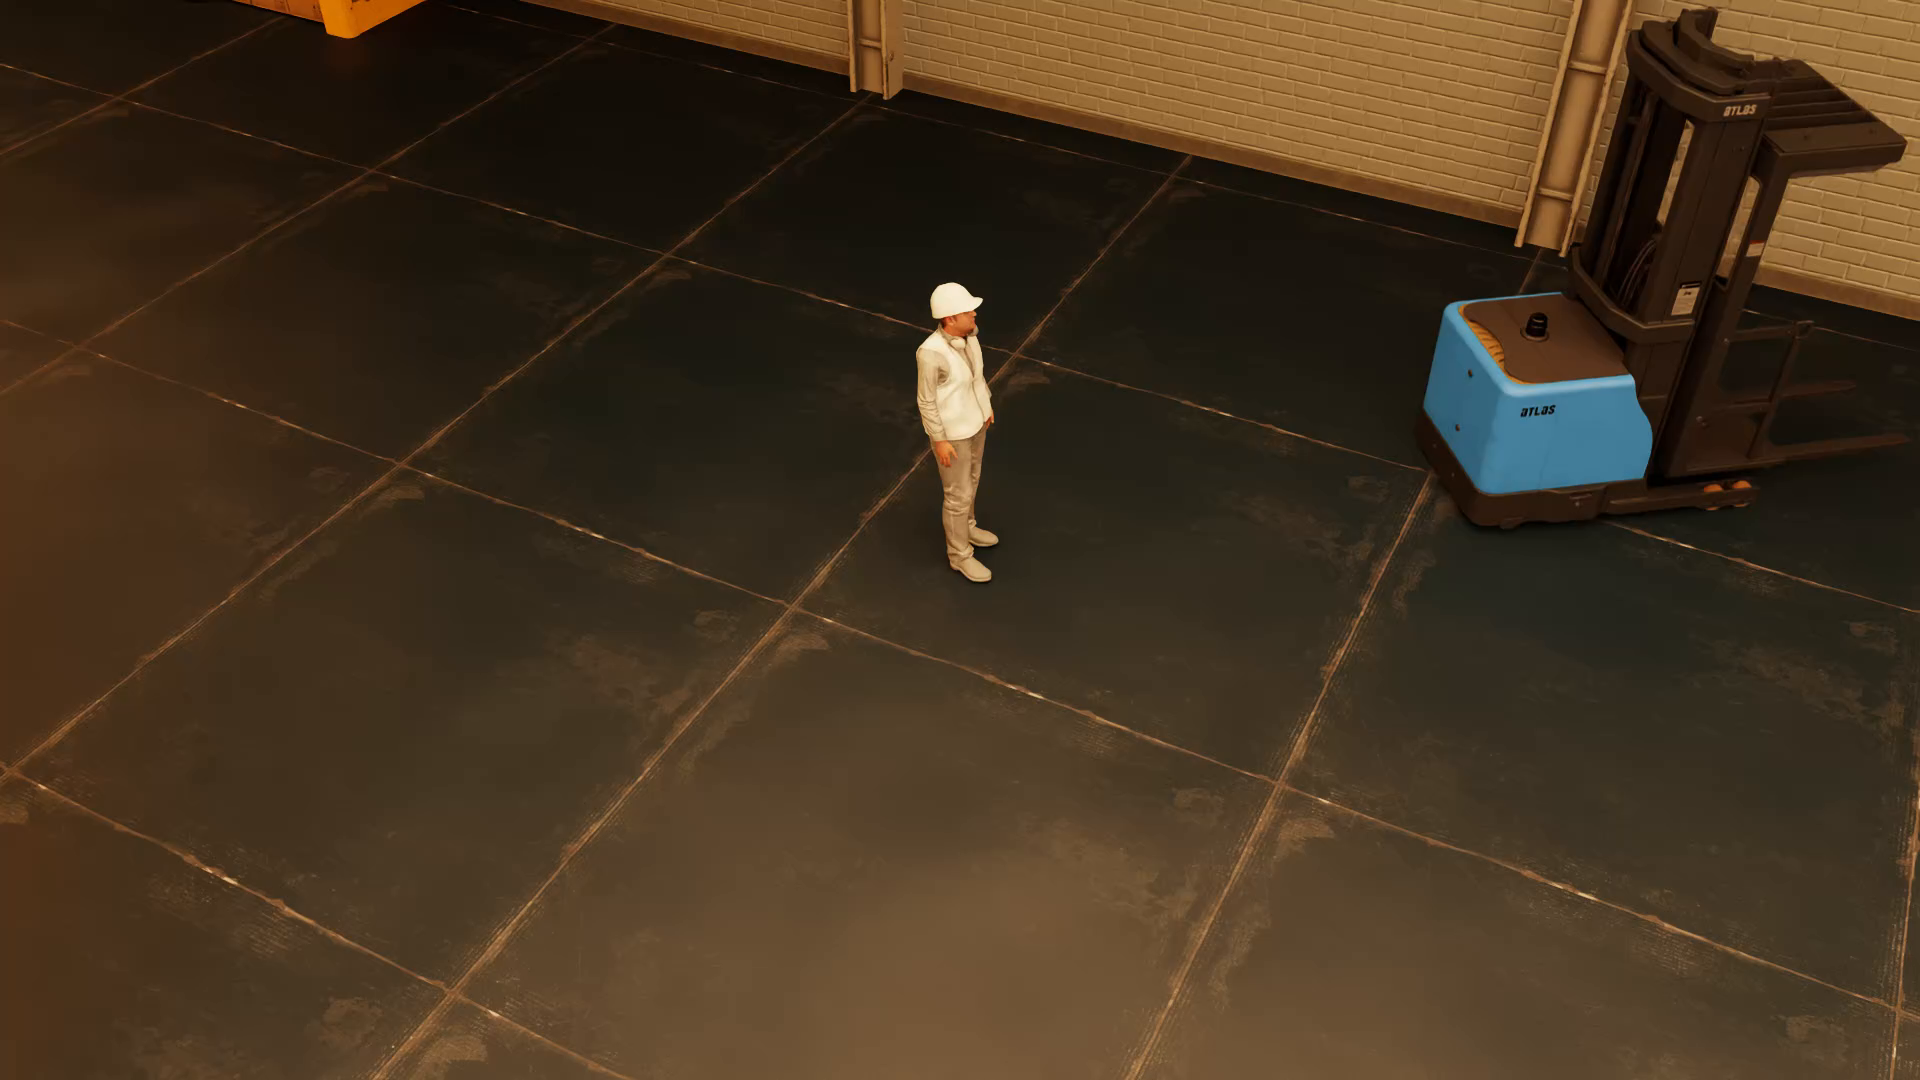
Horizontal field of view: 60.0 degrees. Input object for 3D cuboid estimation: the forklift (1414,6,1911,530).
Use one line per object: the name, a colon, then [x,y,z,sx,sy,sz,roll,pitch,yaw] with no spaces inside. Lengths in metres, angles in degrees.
forklift: [4.562,-1.638,9.932,3.031,2.935,1.130,-6,41,-7]

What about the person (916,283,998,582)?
person: [0.051,-0.661,9.658,0.568,1.773,0.632,18,43,21]
